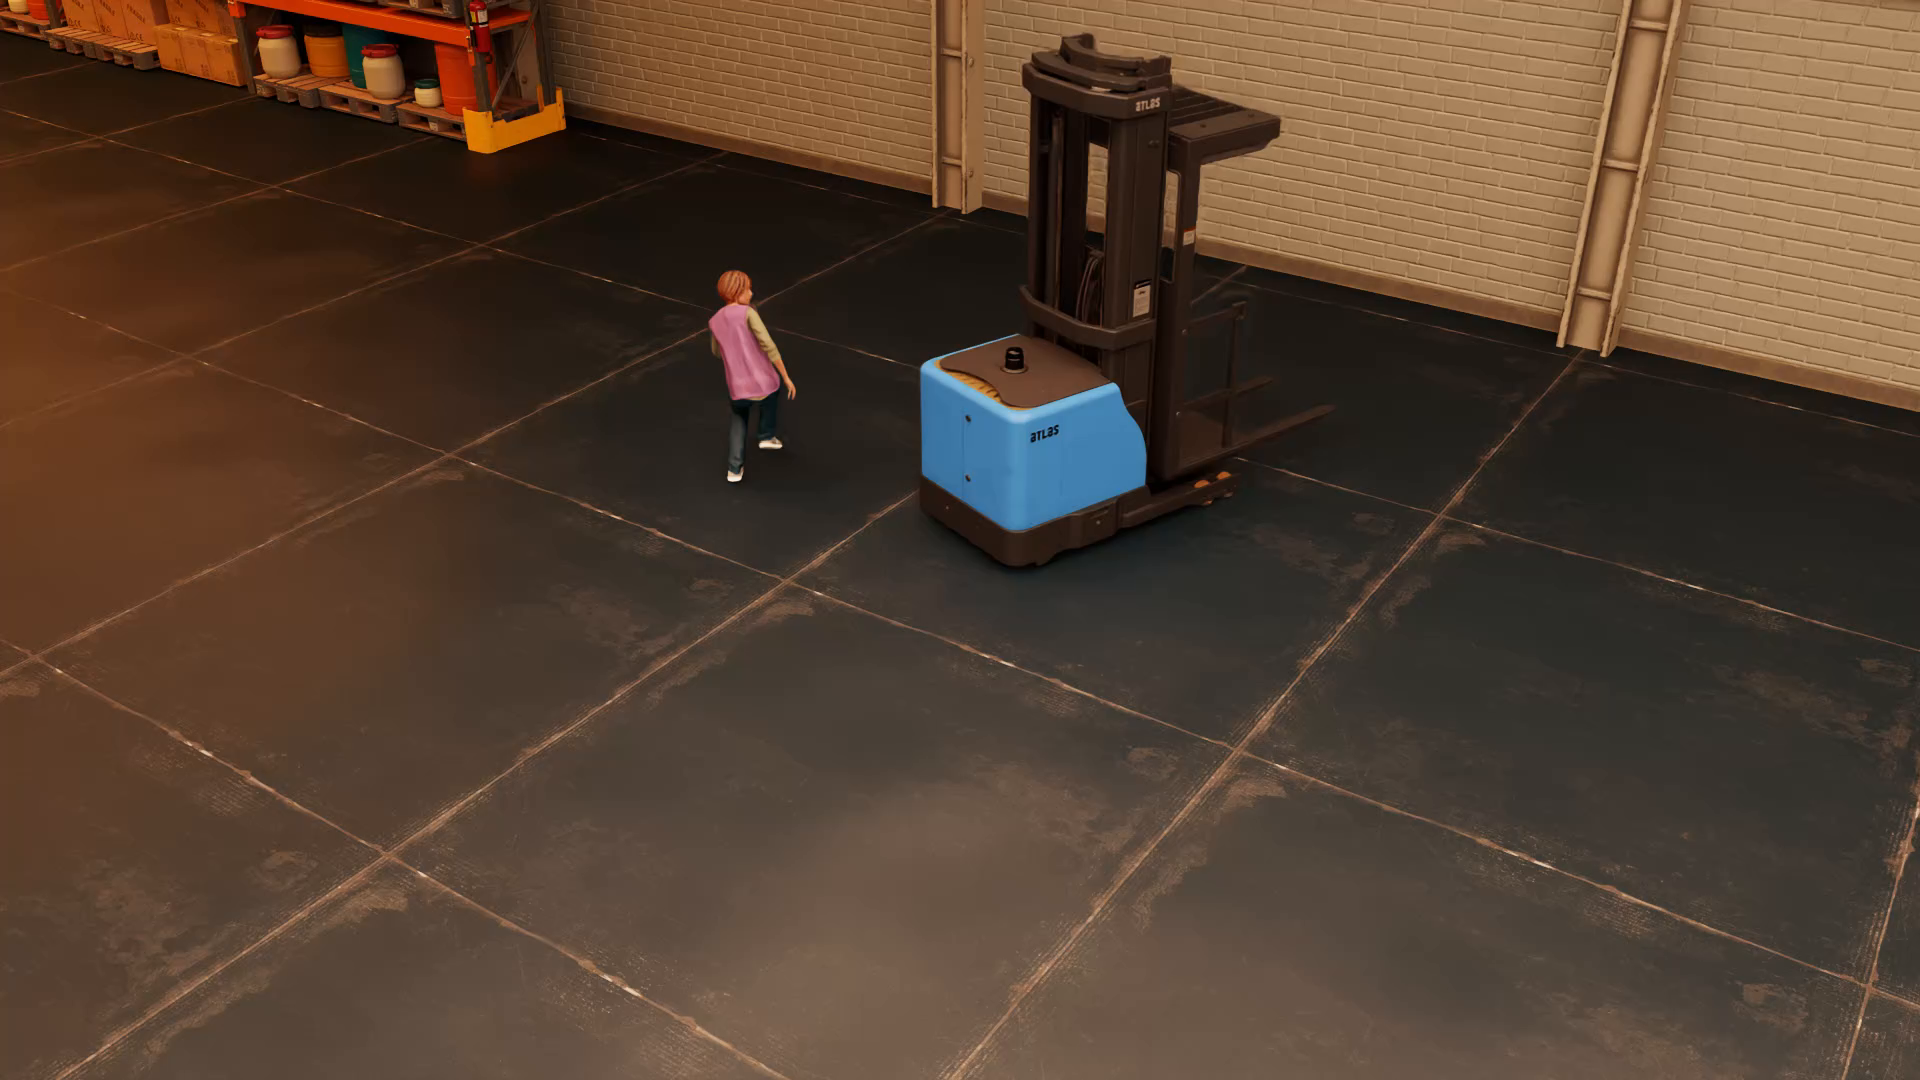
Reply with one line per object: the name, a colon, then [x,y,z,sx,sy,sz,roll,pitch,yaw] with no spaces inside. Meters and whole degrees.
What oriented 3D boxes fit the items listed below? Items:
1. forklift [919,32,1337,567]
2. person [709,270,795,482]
forklift: [1.227,-1.685,10.483,3.031,2.935,1.130,-20,36,-31]
person: [-1.338,-1.103,11.030,0.639,1.409,0.673,4,30,7]
